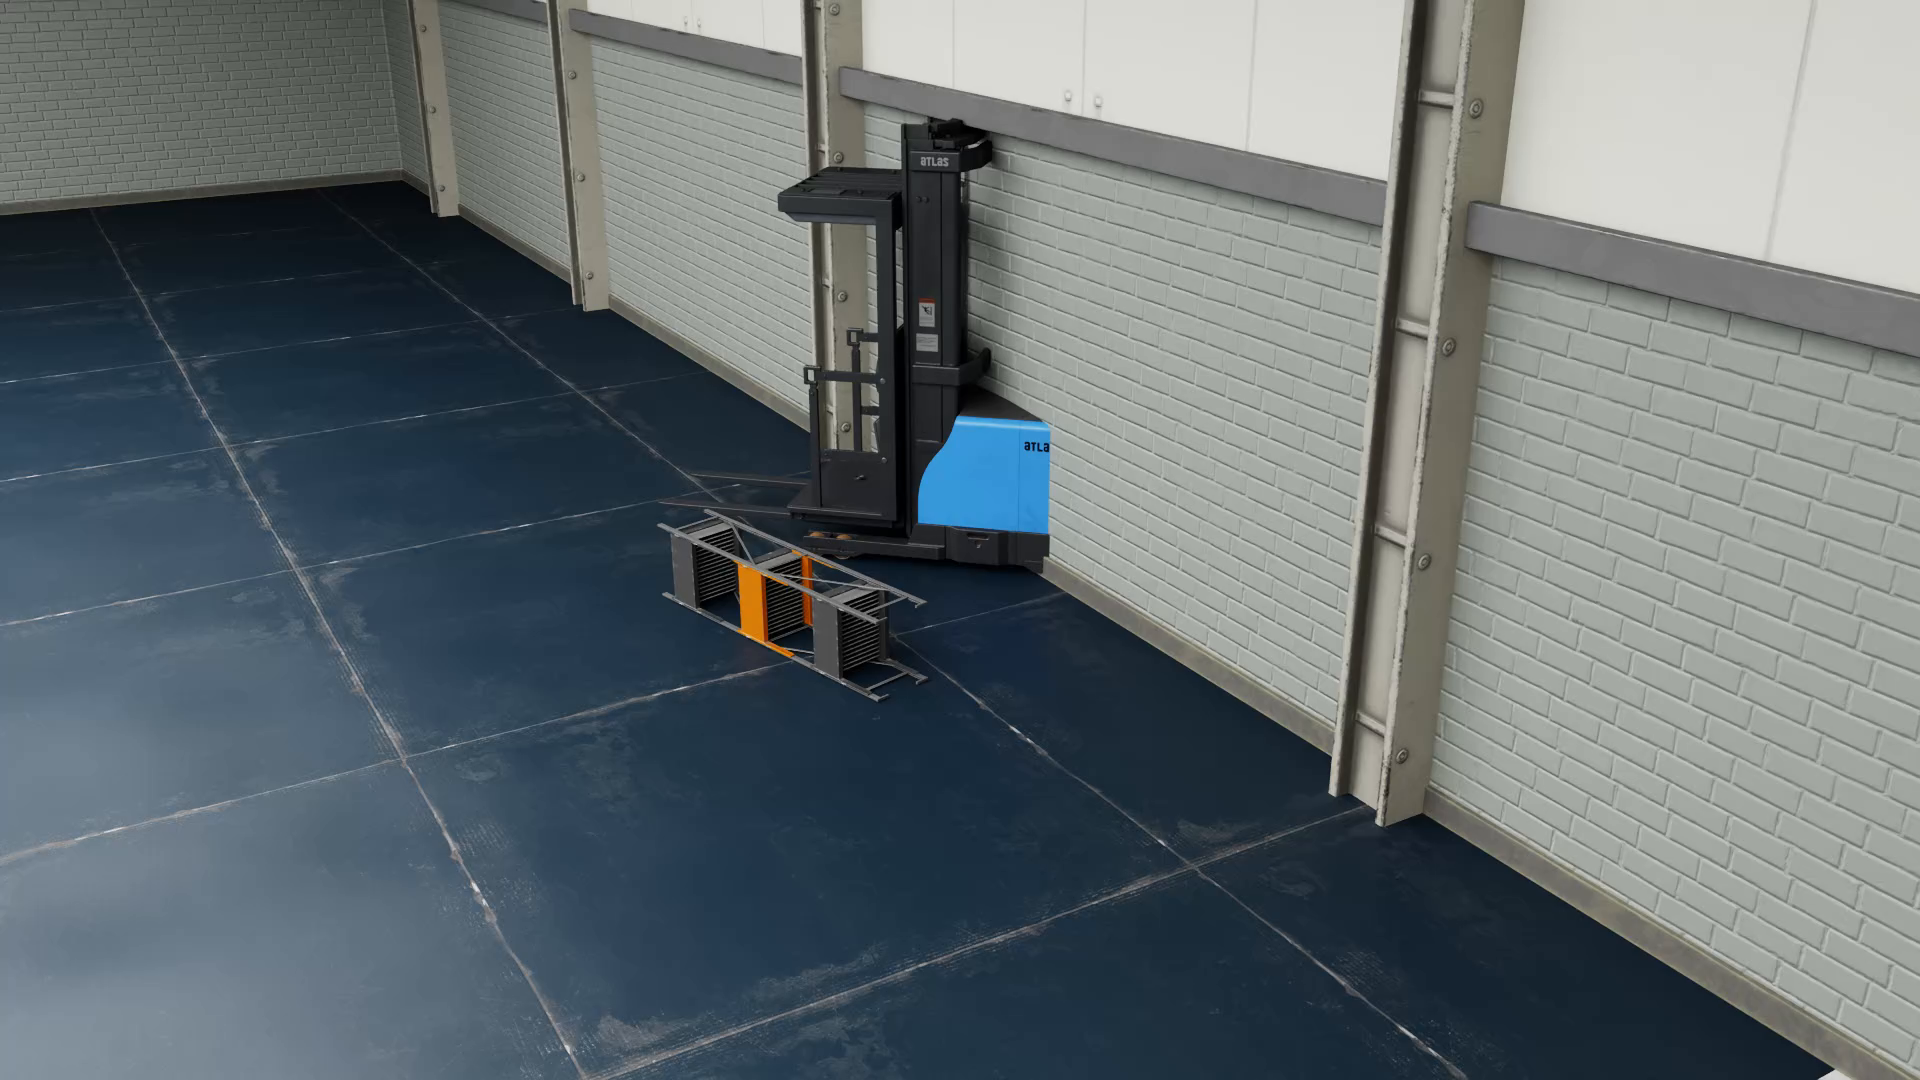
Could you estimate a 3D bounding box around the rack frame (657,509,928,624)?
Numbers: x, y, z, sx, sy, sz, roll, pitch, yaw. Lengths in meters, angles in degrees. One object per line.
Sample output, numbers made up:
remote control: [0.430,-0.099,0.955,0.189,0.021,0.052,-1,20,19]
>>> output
rack frame: [-1.067,0.134,10.148,0.400,0.015,2.100,-20,30,-41]

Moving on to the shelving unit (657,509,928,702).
shelving unit: [-1.067,0.360,10.240,0.431,0.503,2.100,-20,30,-41]

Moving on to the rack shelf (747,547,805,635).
rack shelf: [-1.154,0.327,10.321,0.368,0.457,0.174,-20,30,-41]

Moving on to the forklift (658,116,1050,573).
forklift: [-0.607,-1.412,11.392,3.031,2.935,1.130,5,23,12]

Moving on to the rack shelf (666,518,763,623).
rack shelf: [-1.550,0.176,10.692,0.431,0.480,0.518,-20,30,-41]

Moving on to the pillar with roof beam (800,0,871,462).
pillar with roof beam: [-4.629,-3.945,9.566,9.100,9.000,0.400,-13,25,-28]

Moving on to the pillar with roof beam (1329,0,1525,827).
pillar with roof beam: [-1.565,-2.002,4.787,9.100,9.000,0.400,-13,25,-28]

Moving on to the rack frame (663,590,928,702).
rack frame: [-1.067,0.586,10.332,0.400,0.015,2.100,-20,30,-41]

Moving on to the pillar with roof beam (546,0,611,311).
pillar with roof beam: [-7.694,-5.887,14.344,9.100,9.000,0.400,-13,25,-28]

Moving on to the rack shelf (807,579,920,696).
rack shelf: [-0.565,0.551,9.770,0.431,0.480,0.518,-20,30,-41]

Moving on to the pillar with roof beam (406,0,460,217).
pillar with roof beam: [-10.759,-7.829,19.123,9.100,9.000,0.400,-13,25,-28]
